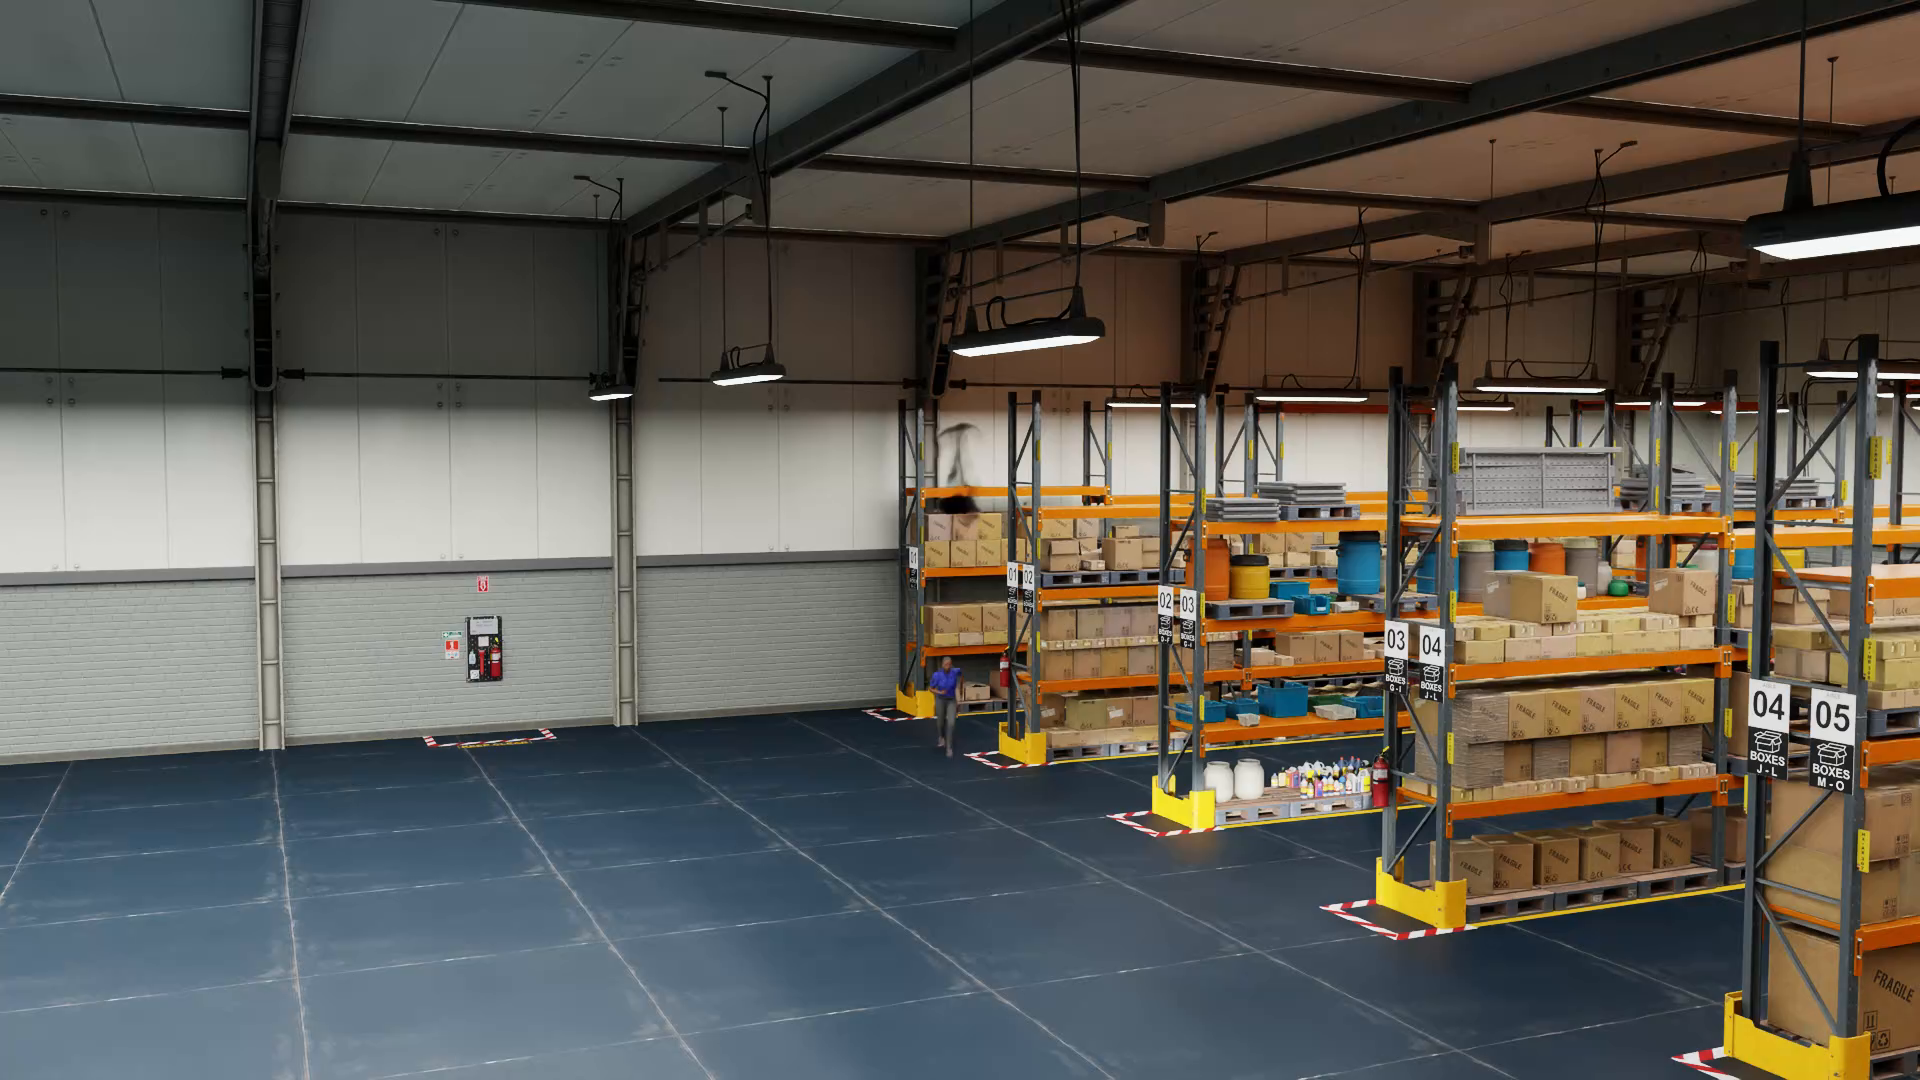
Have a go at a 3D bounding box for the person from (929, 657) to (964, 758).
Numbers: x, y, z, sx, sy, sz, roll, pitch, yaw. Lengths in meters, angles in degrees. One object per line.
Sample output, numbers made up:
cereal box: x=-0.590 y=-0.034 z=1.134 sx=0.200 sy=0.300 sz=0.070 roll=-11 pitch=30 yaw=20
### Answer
person: x=-0.230 y=2.753 z=27.673 sx=0.608 sy=1.685 sz=0.939 roll=0 pitch=3 yaw=-8
